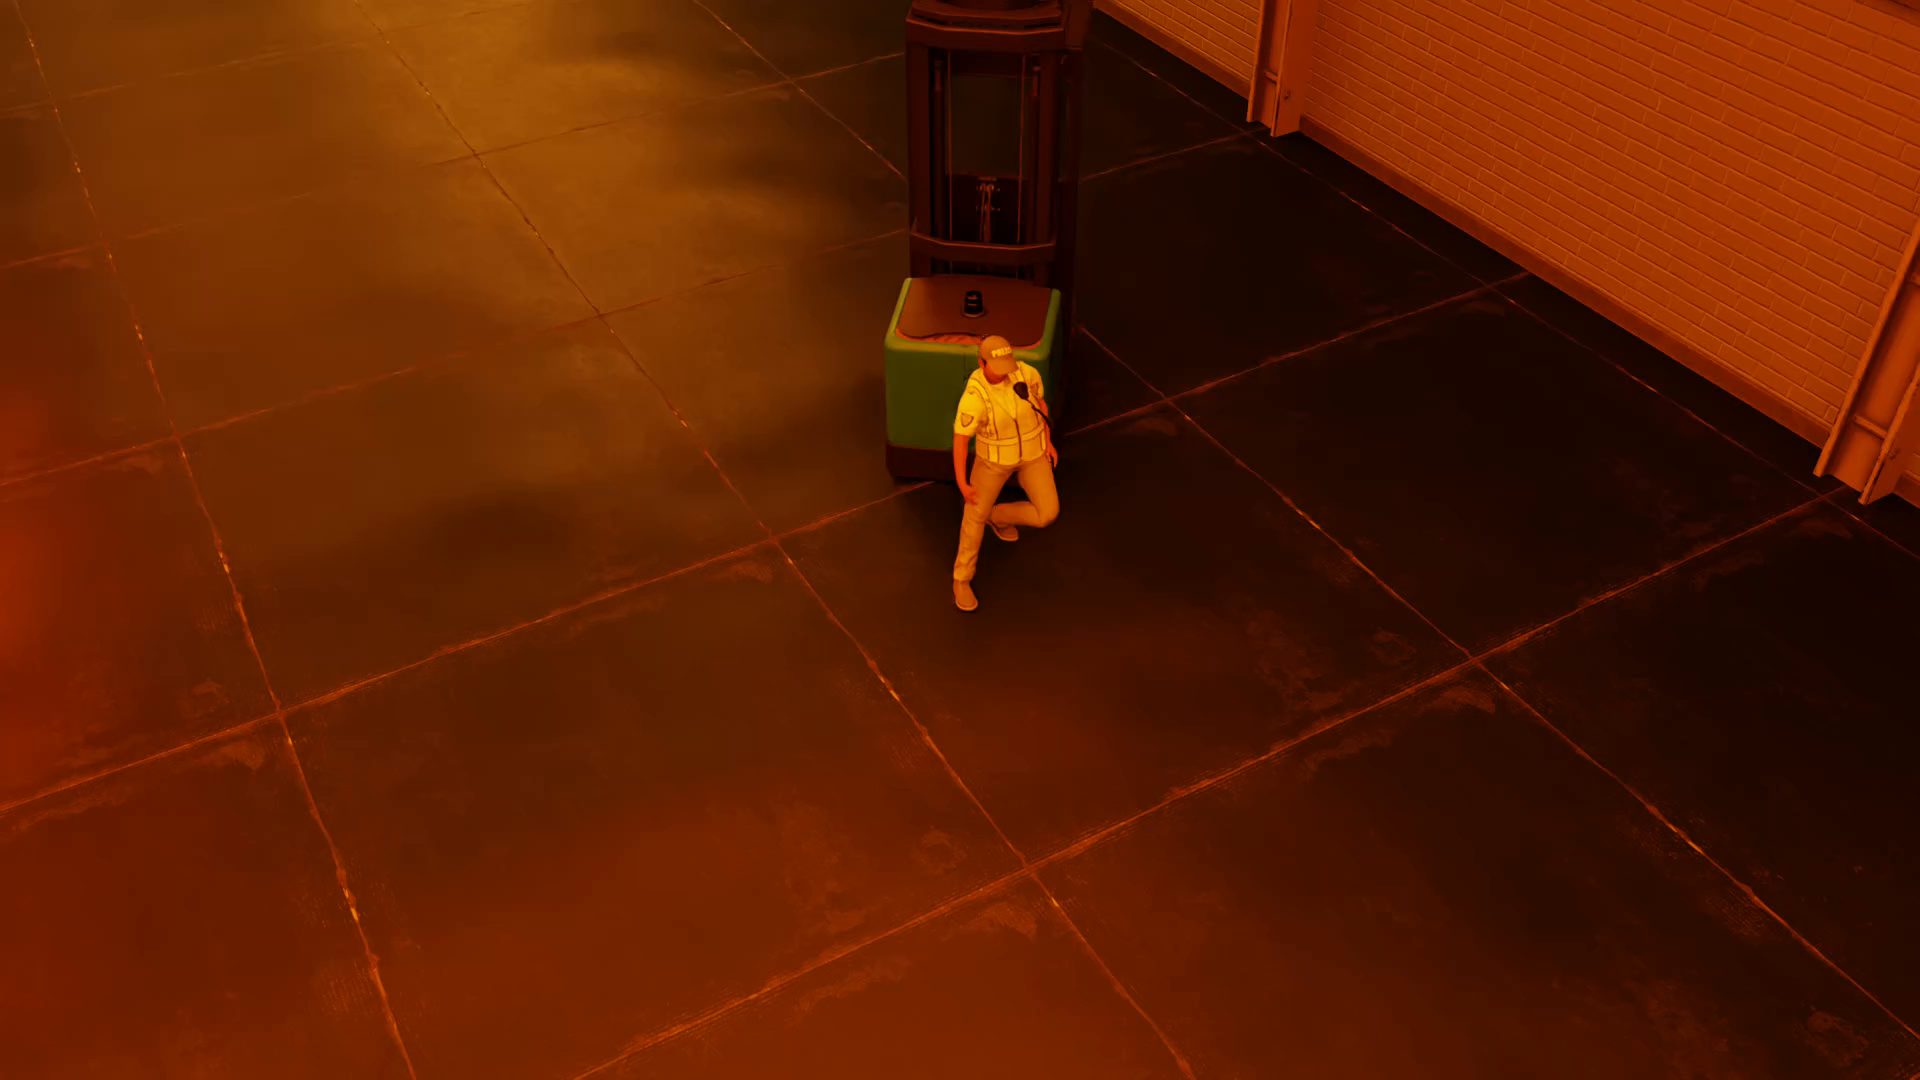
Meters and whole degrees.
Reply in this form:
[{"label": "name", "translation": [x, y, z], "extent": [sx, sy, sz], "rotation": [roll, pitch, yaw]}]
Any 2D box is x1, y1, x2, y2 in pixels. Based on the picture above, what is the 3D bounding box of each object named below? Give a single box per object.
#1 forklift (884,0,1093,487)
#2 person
[{"label": "forklift", "translation": [0.246, -2.398, 10.928], "extent": [1.130, 2.935, 3.031], "rotation": [5, 40, 6]}, {"label": "person", "translation": [0.242, -0.414, 9.596], "extent": [0.709, 1.552, 0.685], "rotation": [-12, 41, -14]}]
